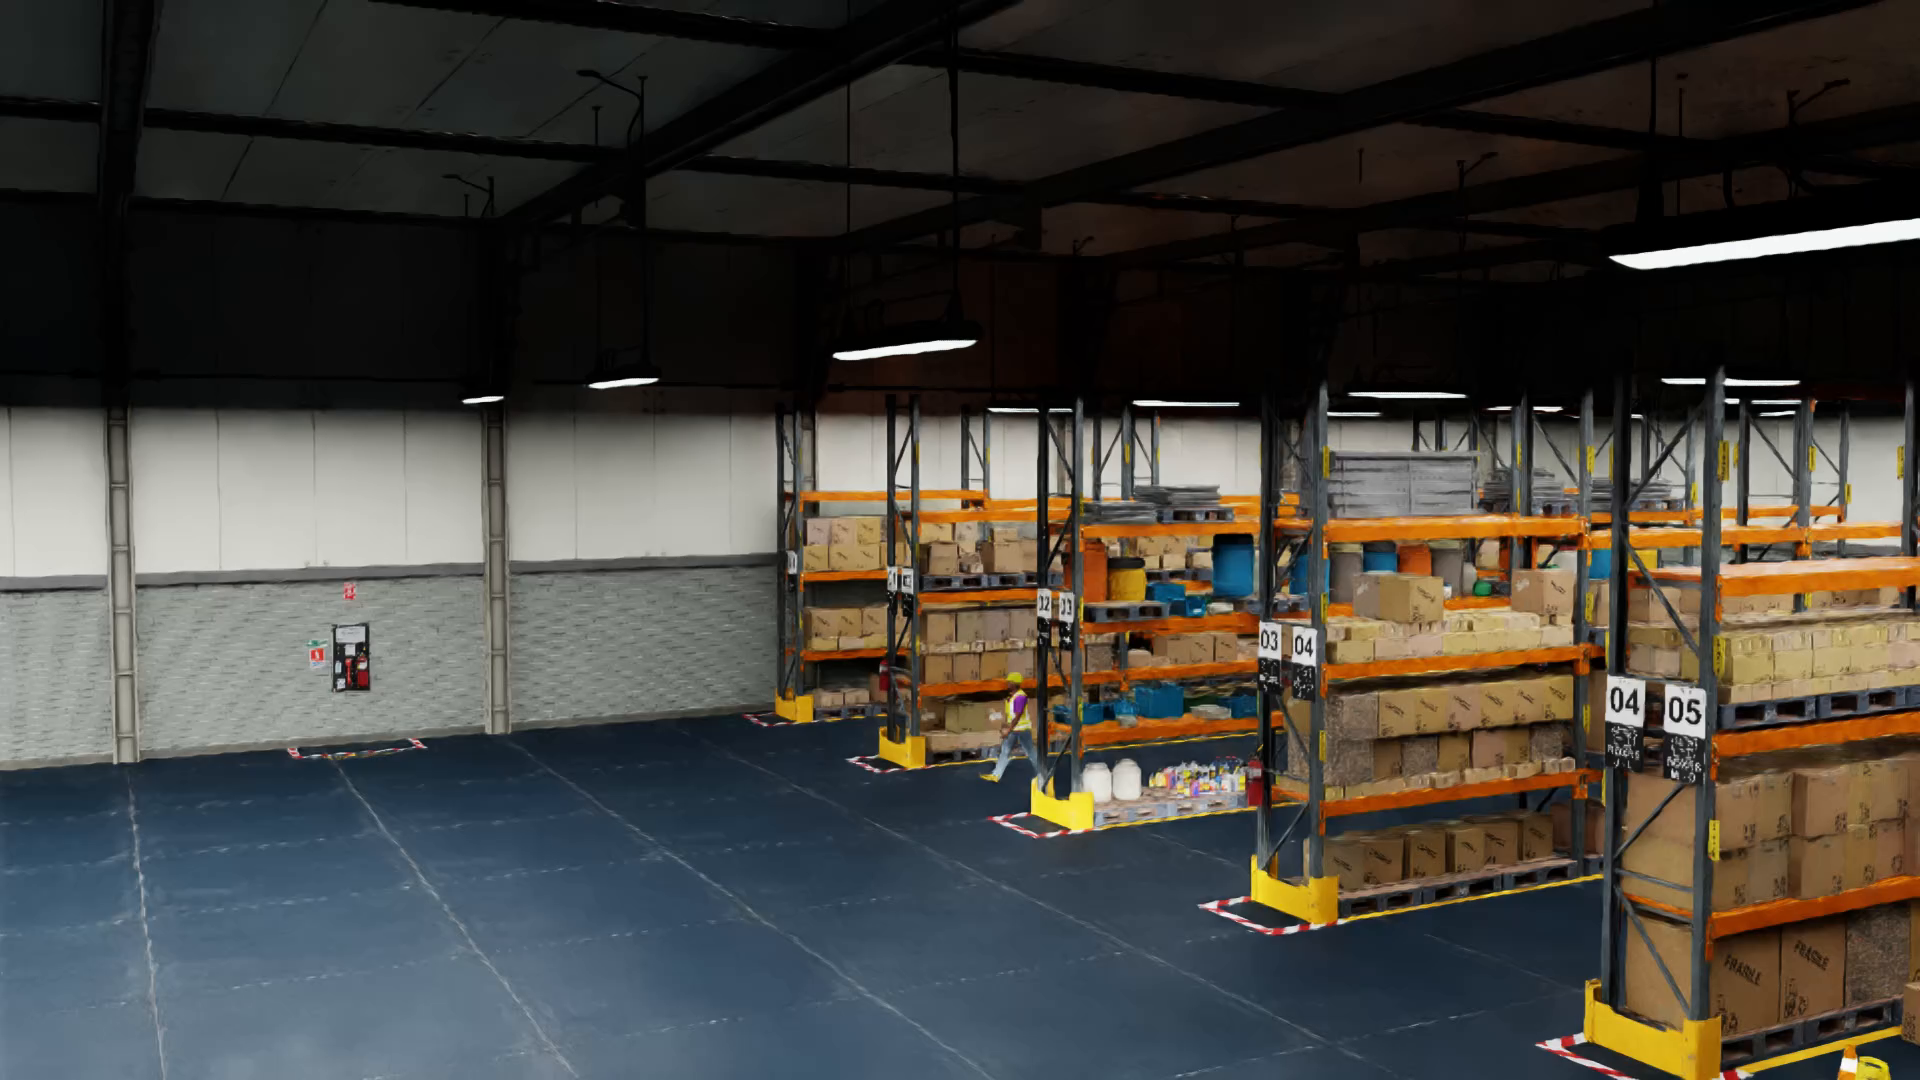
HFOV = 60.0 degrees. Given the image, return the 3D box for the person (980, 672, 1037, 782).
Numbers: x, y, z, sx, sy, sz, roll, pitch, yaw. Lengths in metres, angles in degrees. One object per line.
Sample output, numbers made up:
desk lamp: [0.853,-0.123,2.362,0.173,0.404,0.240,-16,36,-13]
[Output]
person: [0.853,2.864,25.401,1.042,1.706,0.571,-1,3,-18]
